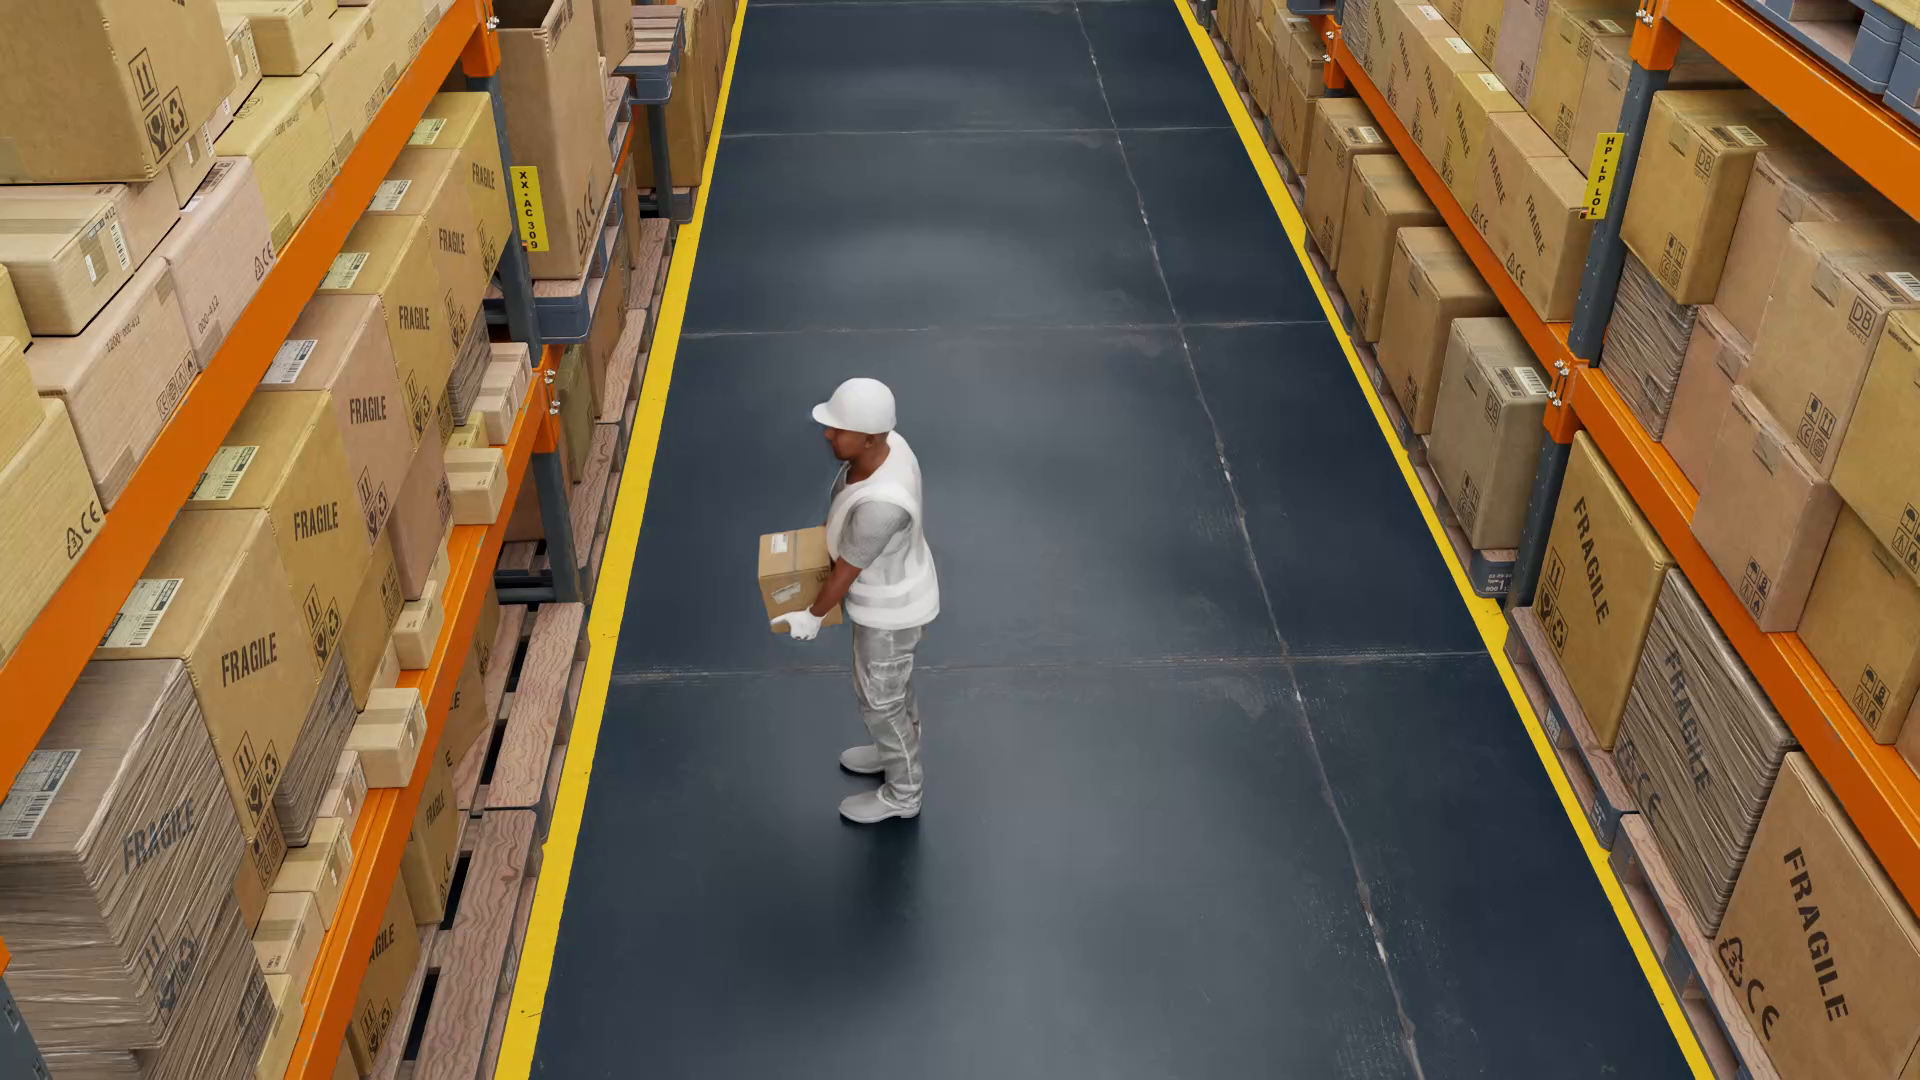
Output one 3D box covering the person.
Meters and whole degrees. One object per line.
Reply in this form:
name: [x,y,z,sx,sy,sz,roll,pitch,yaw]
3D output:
person: [-0.366,0.222,5.812,0.587,1.778,0.491,-2,35,-3]
